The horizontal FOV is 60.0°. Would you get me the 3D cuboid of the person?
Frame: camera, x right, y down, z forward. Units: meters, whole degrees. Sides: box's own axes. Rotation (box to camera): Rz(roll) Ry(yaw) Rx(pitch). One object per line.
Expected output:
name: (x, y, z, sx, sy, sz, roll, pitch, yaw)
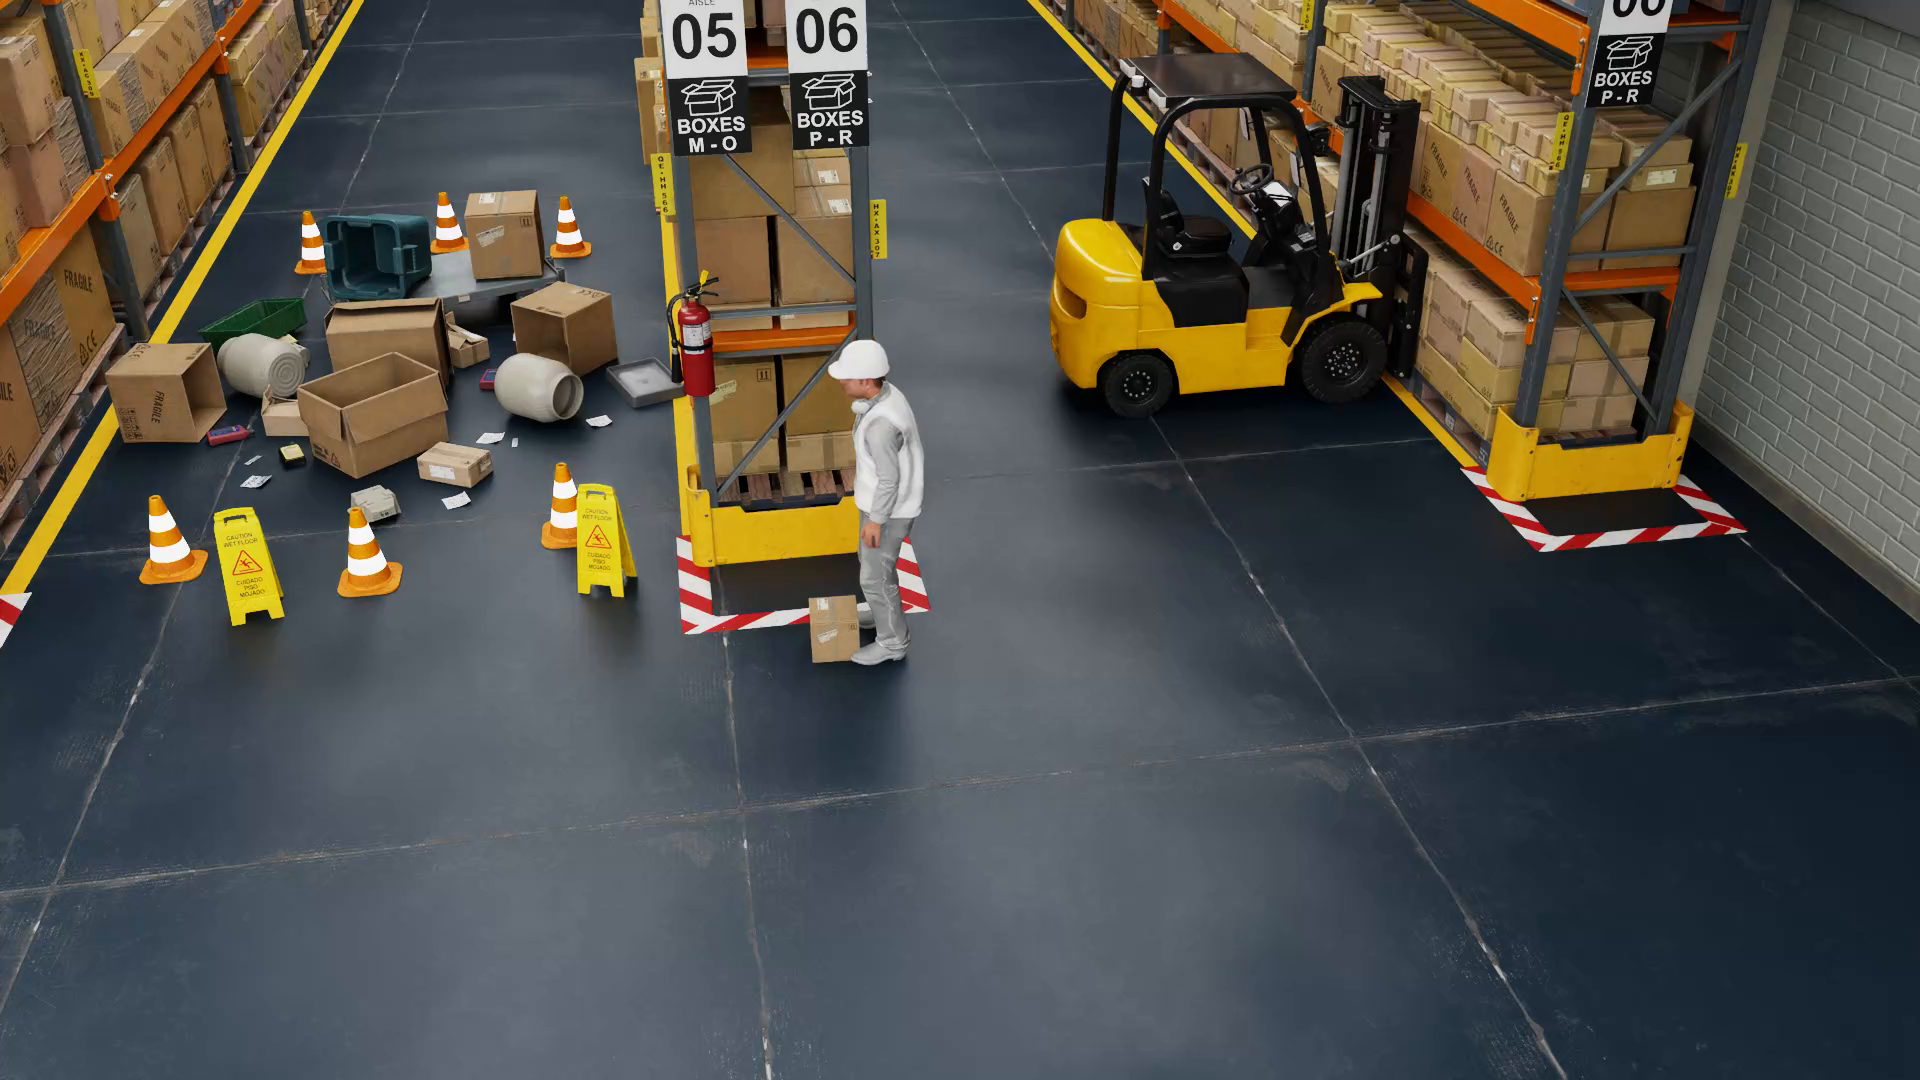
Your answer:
person: (-0.409, -0.203, 8.458, 0.460, 1.769, 0.581, -2, 31, -4)
